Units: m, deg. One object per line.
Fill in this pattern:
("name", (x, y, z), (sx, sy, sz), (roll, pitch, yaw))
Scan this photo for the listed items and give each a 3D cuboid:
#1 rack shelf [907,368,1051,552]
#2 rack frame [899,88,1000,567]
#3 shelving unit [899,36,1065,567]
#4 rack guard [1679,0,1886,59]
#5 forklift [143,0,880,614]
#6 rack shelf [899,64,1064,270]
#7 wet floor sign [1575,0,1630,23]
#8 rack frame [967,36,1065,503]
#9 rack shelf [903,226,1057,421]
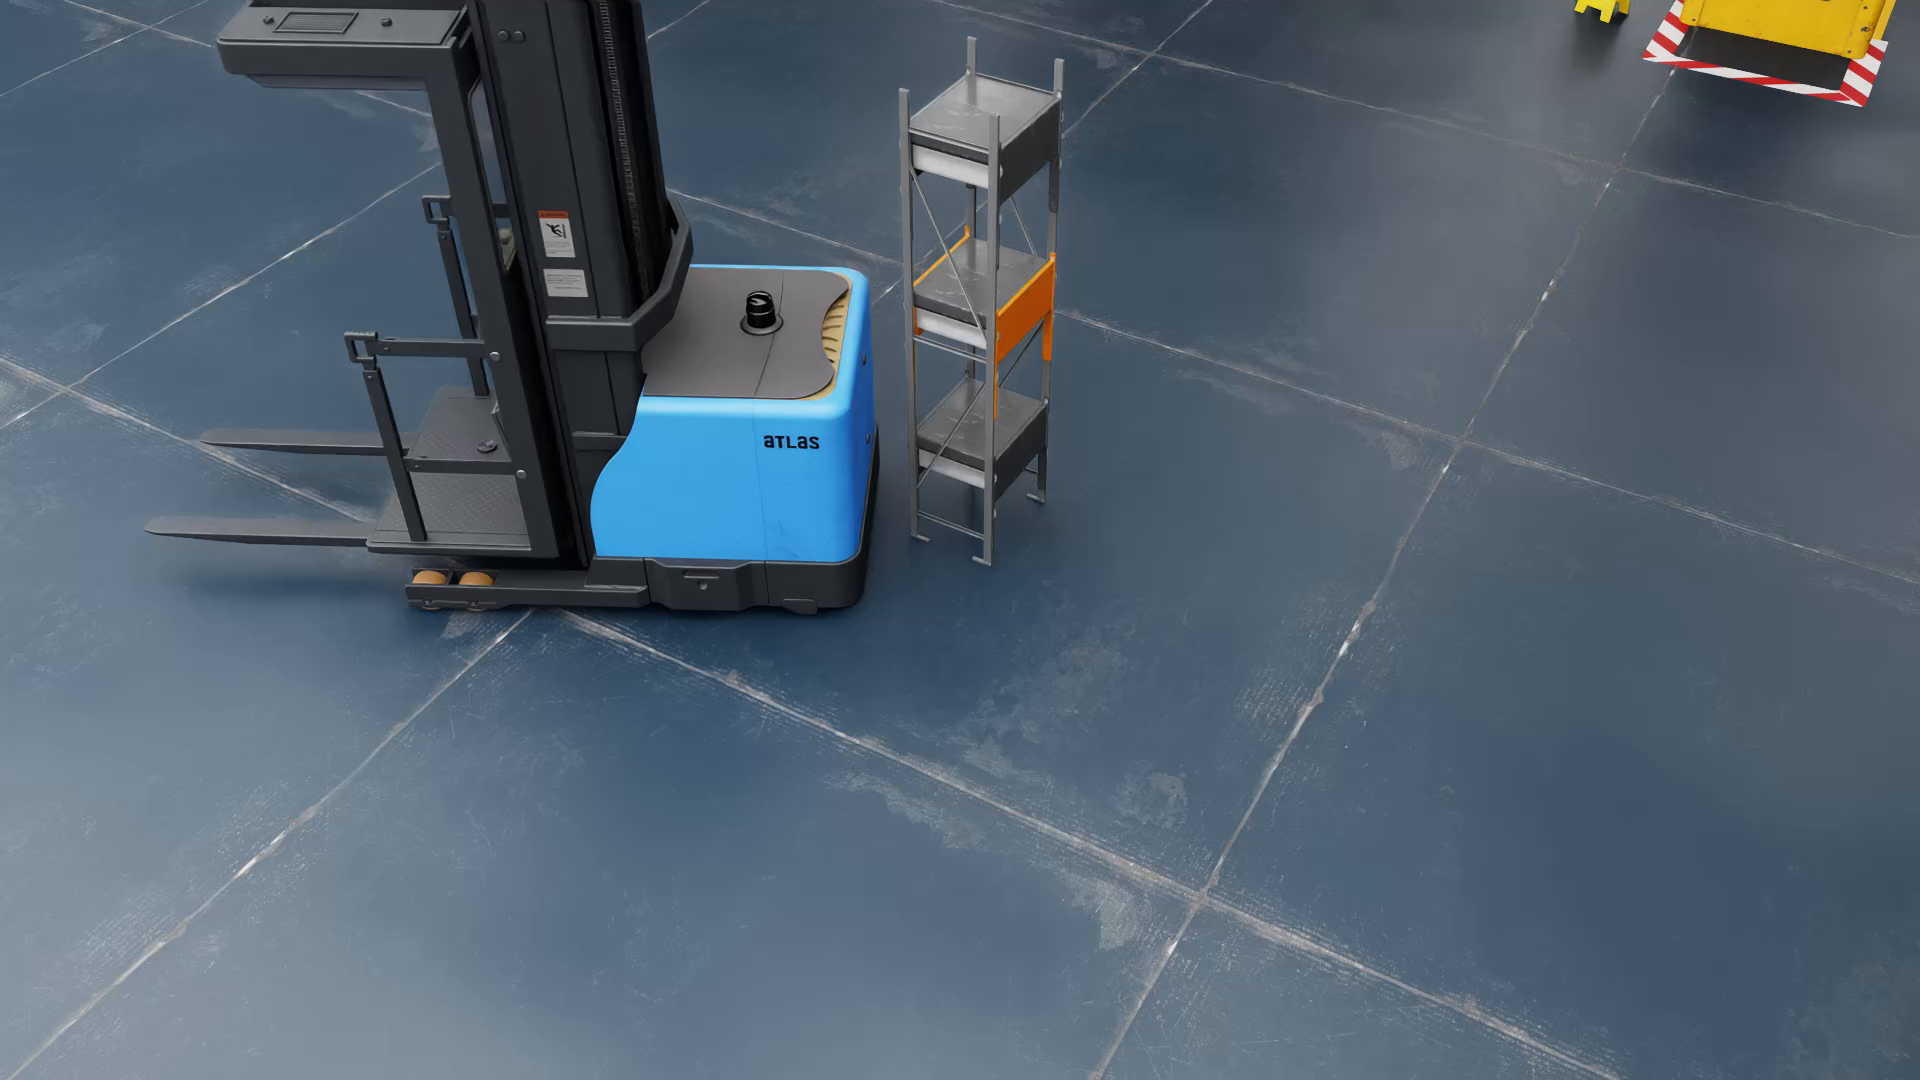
("rack shelf", (0.083, -0.347, 7.135), (0.431, 0.518, 0.480), (21, 45, 22))
("rack frame", (-0.039, -0.743, 6.505), (0.400, 2.100, 0.015), (21, 45, 22))
("shelving unit", (0.083, -0.883, 6.664), (0.431, 2.100, 0.503), (21, 45, 22))
("rack guard", (5.430, -3.584, 10.941), (1.175, 0.500, 0.348), (21, 45, 22))
("forklift", (-1.895, -1.153, 6.341), (3.031, 2.935, 1.130), (2, 41, 2))
("rack shelf", (0.083, -1.398, 6.210), (0.431, 0.518, 0.480), (21, 45, 22))
("wet floor sign", (4.370, -3.840, 11.122), (0.232, 0.644, 0.267), (-29, 49, -29))
("rack frame", (0.205, -1.022, 6.822), (0.400, 2.100, 0.015), (21, 45, 22))
("rack shelf", (0.083, -0.872, 6.673), (0.431, 0.518, 0.480), (21, 45, 22))
